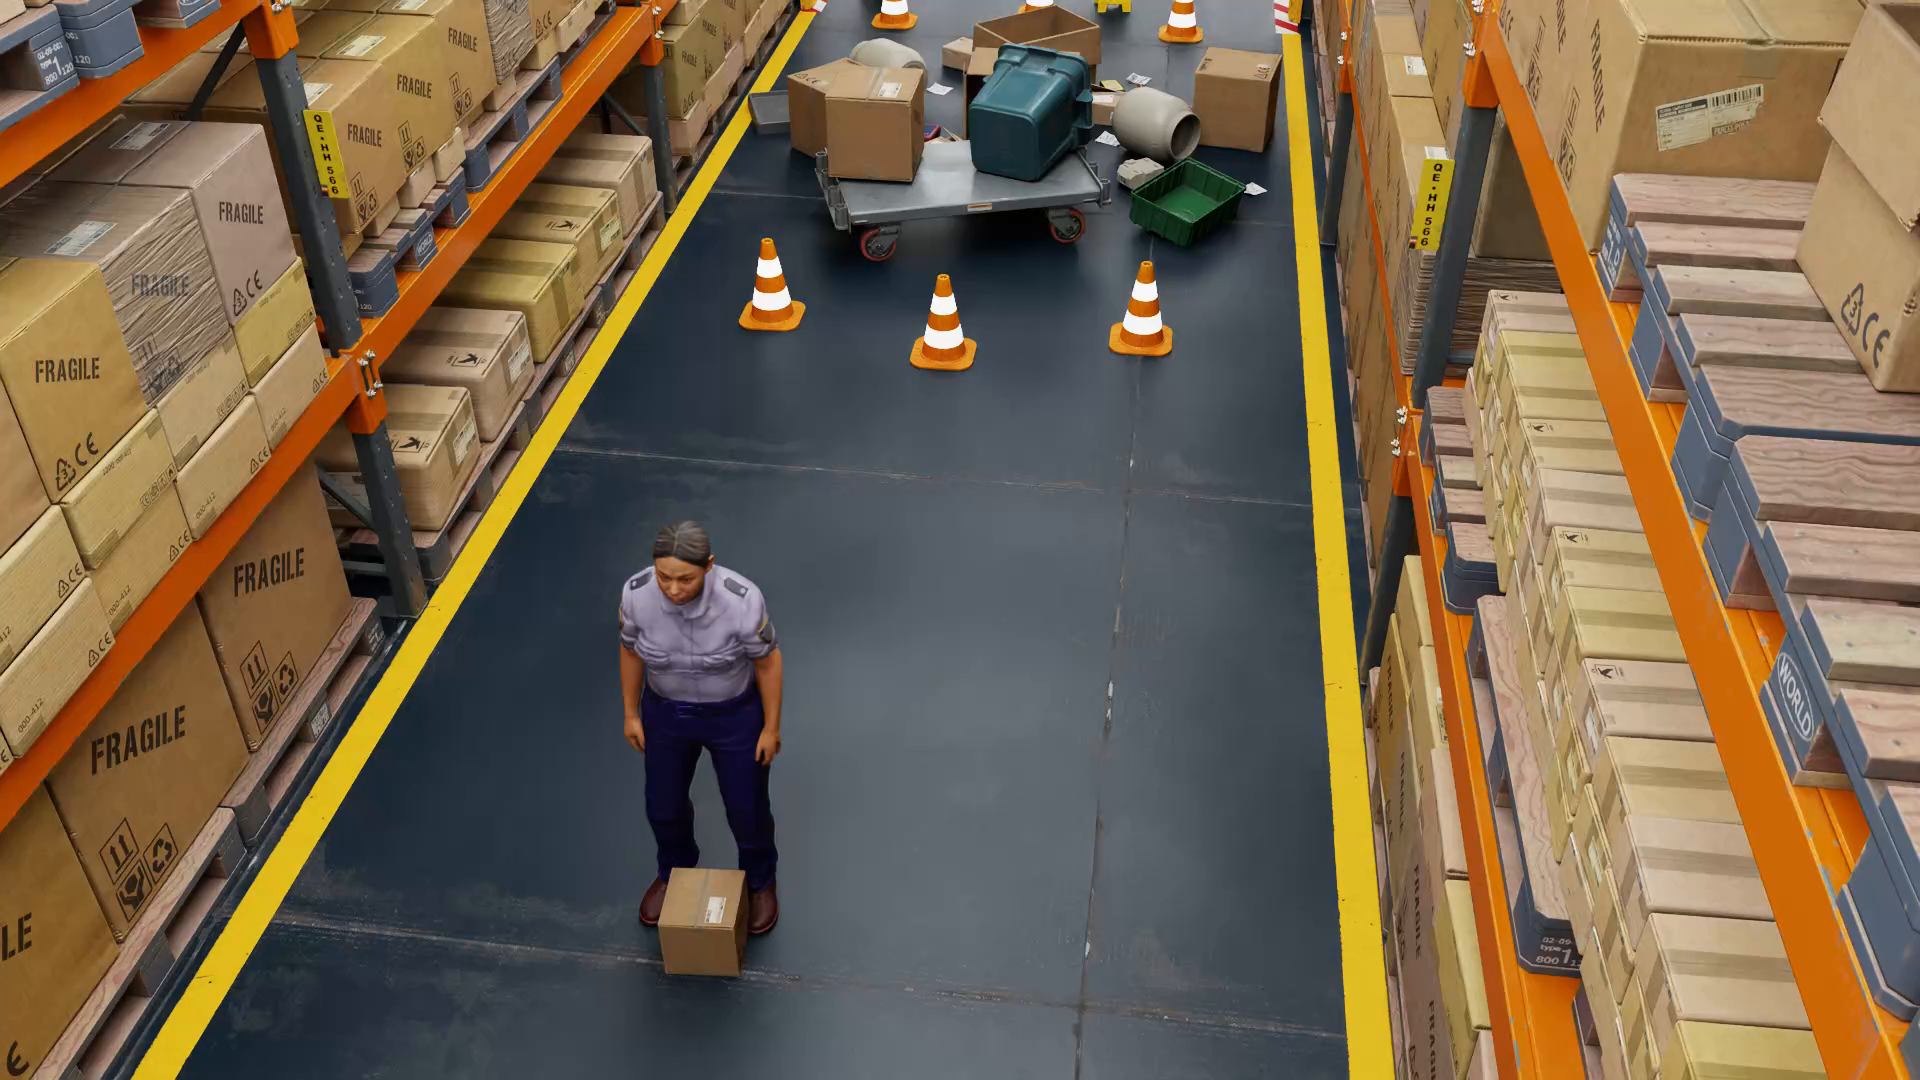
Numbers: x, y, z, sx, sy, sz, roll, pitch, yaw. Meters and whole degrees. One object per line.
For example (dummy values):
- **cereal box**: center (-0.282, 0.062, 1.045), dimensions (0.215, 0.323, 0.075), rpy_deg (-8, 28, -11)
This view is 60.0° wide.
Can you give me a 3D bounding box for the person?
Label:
- **person**: center (-0.832, 0.580, 5.366), dimensions (0.542, 1.652, 0.368), rpy_deg (4, 37, 6)
